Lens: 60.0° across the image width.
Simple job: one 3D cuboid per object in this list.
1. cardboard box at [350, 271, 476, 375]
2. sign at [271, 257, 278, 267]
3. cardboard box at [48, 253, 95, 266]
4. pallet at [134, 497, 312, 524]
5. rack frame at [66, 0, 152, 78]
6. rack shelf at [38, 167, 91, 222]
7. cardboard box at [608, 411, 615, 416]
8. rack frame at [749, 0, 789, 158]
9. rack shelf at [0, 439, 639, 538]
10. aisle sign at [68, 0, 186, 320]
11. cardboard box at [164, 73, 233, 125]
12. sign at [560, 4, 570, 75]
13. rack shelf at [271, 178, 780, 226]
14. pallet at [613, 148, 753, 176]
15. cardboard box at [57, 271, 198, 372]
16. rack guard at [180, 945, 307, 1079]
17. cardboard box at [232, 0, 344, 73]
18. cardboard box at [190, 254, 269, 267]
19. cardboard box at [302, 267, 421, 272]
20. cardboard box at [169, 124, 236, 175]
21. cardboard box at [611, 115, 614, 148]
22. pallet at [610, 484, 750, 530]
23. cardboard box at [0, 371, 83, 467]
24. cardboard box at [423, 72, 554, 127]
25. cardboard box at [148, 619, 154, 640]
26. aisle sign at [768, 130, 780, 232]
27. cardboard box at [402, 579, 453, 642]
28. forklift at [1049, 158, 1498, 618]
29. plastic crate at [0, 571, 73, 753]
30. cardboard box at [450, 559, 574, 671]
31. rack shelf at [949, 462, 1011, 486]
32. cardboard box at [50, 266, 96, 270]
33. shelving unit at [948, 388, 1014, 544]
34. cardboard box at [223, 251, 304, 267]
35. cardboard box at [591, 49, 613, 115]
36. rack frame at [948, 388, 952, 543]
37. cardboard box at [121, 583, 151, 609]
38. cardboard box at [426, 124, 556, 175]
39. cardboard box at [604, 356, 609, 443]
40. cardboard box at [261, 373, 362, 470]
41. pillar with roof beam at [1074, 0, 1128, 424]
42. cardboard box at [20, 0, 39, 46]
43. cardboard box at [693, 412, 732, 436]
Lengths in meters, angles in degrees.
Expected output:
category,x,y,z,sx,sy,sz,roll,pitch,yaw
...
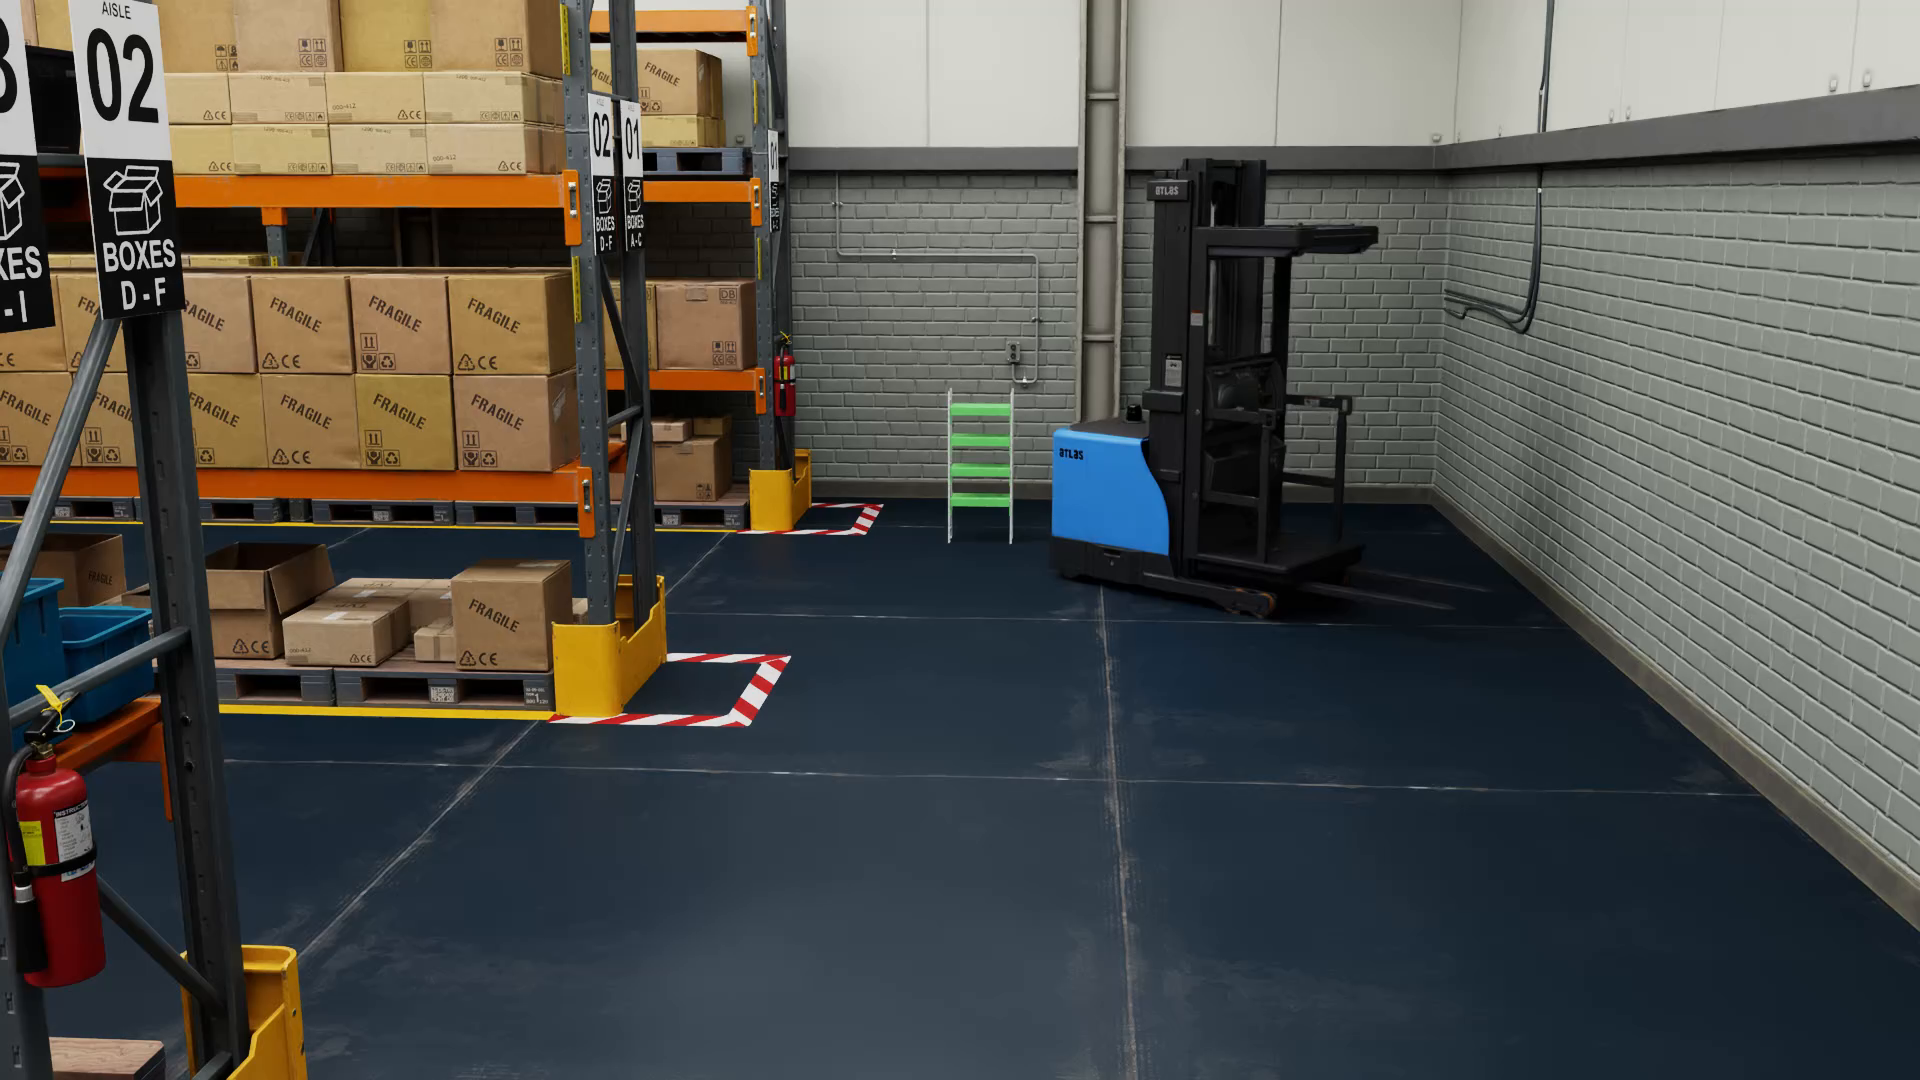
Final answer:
category,x,y,z,sx,sy,sz,roll,pitch,yaw
cardboard box,-2.835,-1.145,8.729,0.500,0.500,0.500,1,12,5
sign,-5.558,-2.134,13.508,0.005,0.325,0.100,1,12,4
cardboard box,-7.542,-2.265,13.919,0.500,0.250,0.500,1,12,3
pallet,-6.307,-0.347,14.411,1.213,0.211,1.003,1,12,4
rack frame,-2.203,-2.574,3.597,0.127,3.000,1.000,1,12,4
rack shelf,-4.198,-0.781,4.109,4.000,0.370,1.077,1,12,4
cardboard box,-3.117,-1.003,14.234,0.250,0.149,0.380,1,12,5
rack frame,-1.541,-4.598,13.273,0.127,3.000,1.000,1,12,4
rack shelf,-3.864,-0.325,9.253,4.000,0.370,1.077,1,12,4
aisle sign,-2.111,-0.970,4.231,0.004,0.787,0.394,1,12,4
cardboard box,-3.895,-2.264,8.586,0.500,0.250,0.500,1,12,4
sign,-1.925,-2.438,8.110,0.005,0.325,0.100,1,12,4
rack shelf,-3.536,-2.805,13.784,4.000,0.370,1.077,1,12,4
pallet,-2.282,-3.095,13.627,1.213,0.211,1.003,1,12,4
cardboard box,-4.380,-1.165,8.825,0.500,0.500,0.500,0,12,2
rack guard,-2.178,1.583,4.479,0.348,0.500,1.175,1,12,4
cardboard box,-3.381,-2.669,8.690,0.500,0.500,0.700,1,12,4
cardboard box,-6.015,-2.242,13.810,0.500,0.250,0.500,1,12,5
cardboard box,-3.314,-1.262,9.287,0.500,0.500,0.500,1,12,5
cardboard box,-3.894,-2.021,8.645,0.500,0.250,0.500,1,12,4
cardboard box,-2.809,-3.274,13.364,0.500,0.250,0.500,0,12,2
pallet,-2.344,-0.292,14.148,1.213,0.211,1.003,1,12,4
cardboard box,-4.858,-0.685,8.970,0.500,0.500,0.500,1,12,5
cardboard box,-2.398,-2.244,8.490,0.500,0.250,0.500,1,12,4
cardboard box,-4.591,0.527,9.270,0.250,0.166,0.380,1,12,4
aisle sign,-1.489,-2.872,13.323,0.004,0.787,0.394,1,12,4
cardboard box,-2.890,0.408,9.631,0.500,0.250,0.500,1,12,4
forklift,2.086,-1.046,11.109,3.031,2.935,1.130,10,16,40
plastic crate,-2.549,0.349,4.041,0.499,0.435,0.616,1,12,4
cardboard box,-2.427,0.401,9.055,0.500,0.500,0.500,1,12,4
rack shelf,0.165,-0.522,13.147,0.480,0.148,0.258,1,12,4
cardboard box,-4.826,-1.282,9.387,0.500,0.500,0.500,1,12,3
shelving unit,0.165,-0.585,13.134,0.503,1.200,0.258,1,12,4
cardboard box,-5.973,-2.348,14.314,0.500,0.250,0.500,1,12,6
cardboard box,-2.788,-3.642,13.290,0.500,0.500,0.500,1,12,5
rack frame,-0.078,-0.588,13.150,0.015,1.200,0.240,1,12,4
cardboard box,-4.523,0.356,9.731,0.500,0.311,0.500,1,12,4
cardboard box,-2.398,-1.998,8.533,0.500,0.250,0.500,1,12,4
cardboard box,-2.293,-0.759,9.325,0.500,0.500,0.500,1,12,5
cardboard box,-3.348,-0.664,8.871,0.500,0.500,0.500,1,12,4
pillar with roof beam,0.923,-3.859,9.737,0.400,9.000,9.100,1,12,4
cardboard box,-4.882,-2.677,8.725,0.500,0.500,0.700,1,12,4
cardboard box,-2.108,-0.990,14.169,0.250,0.149,0.380,1,12,4
